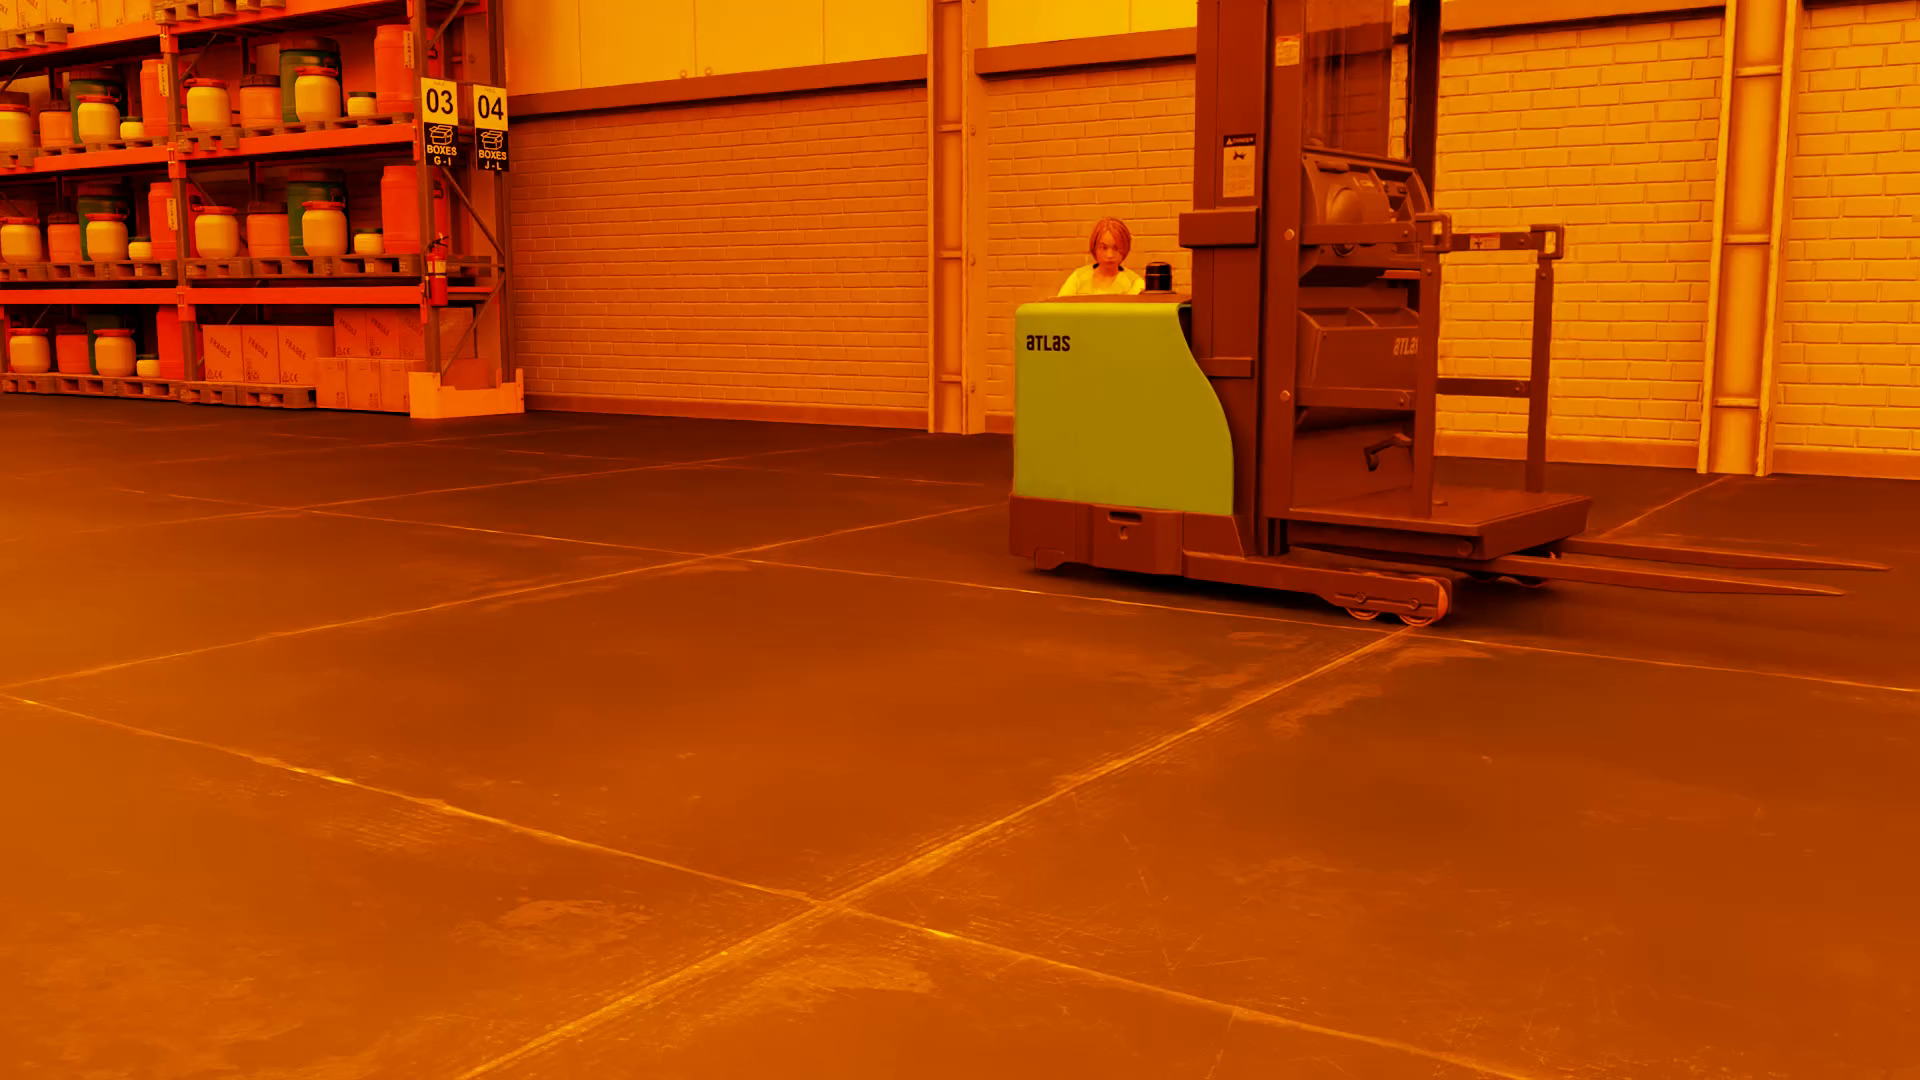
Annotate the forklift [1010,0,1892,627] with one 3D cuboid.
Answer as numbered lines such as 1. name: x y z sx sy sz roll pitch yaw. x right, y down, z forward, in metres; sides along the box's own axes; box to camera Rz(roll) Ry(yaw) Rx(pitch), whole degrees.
1. forklift: 1.654 -1.243 5.937 3.031 2.935 1.130 7 11 40

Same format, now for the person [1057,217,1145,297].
1. person: 0.674 -0.737 7.671 0.814 1.483 0.614 2 8 15
